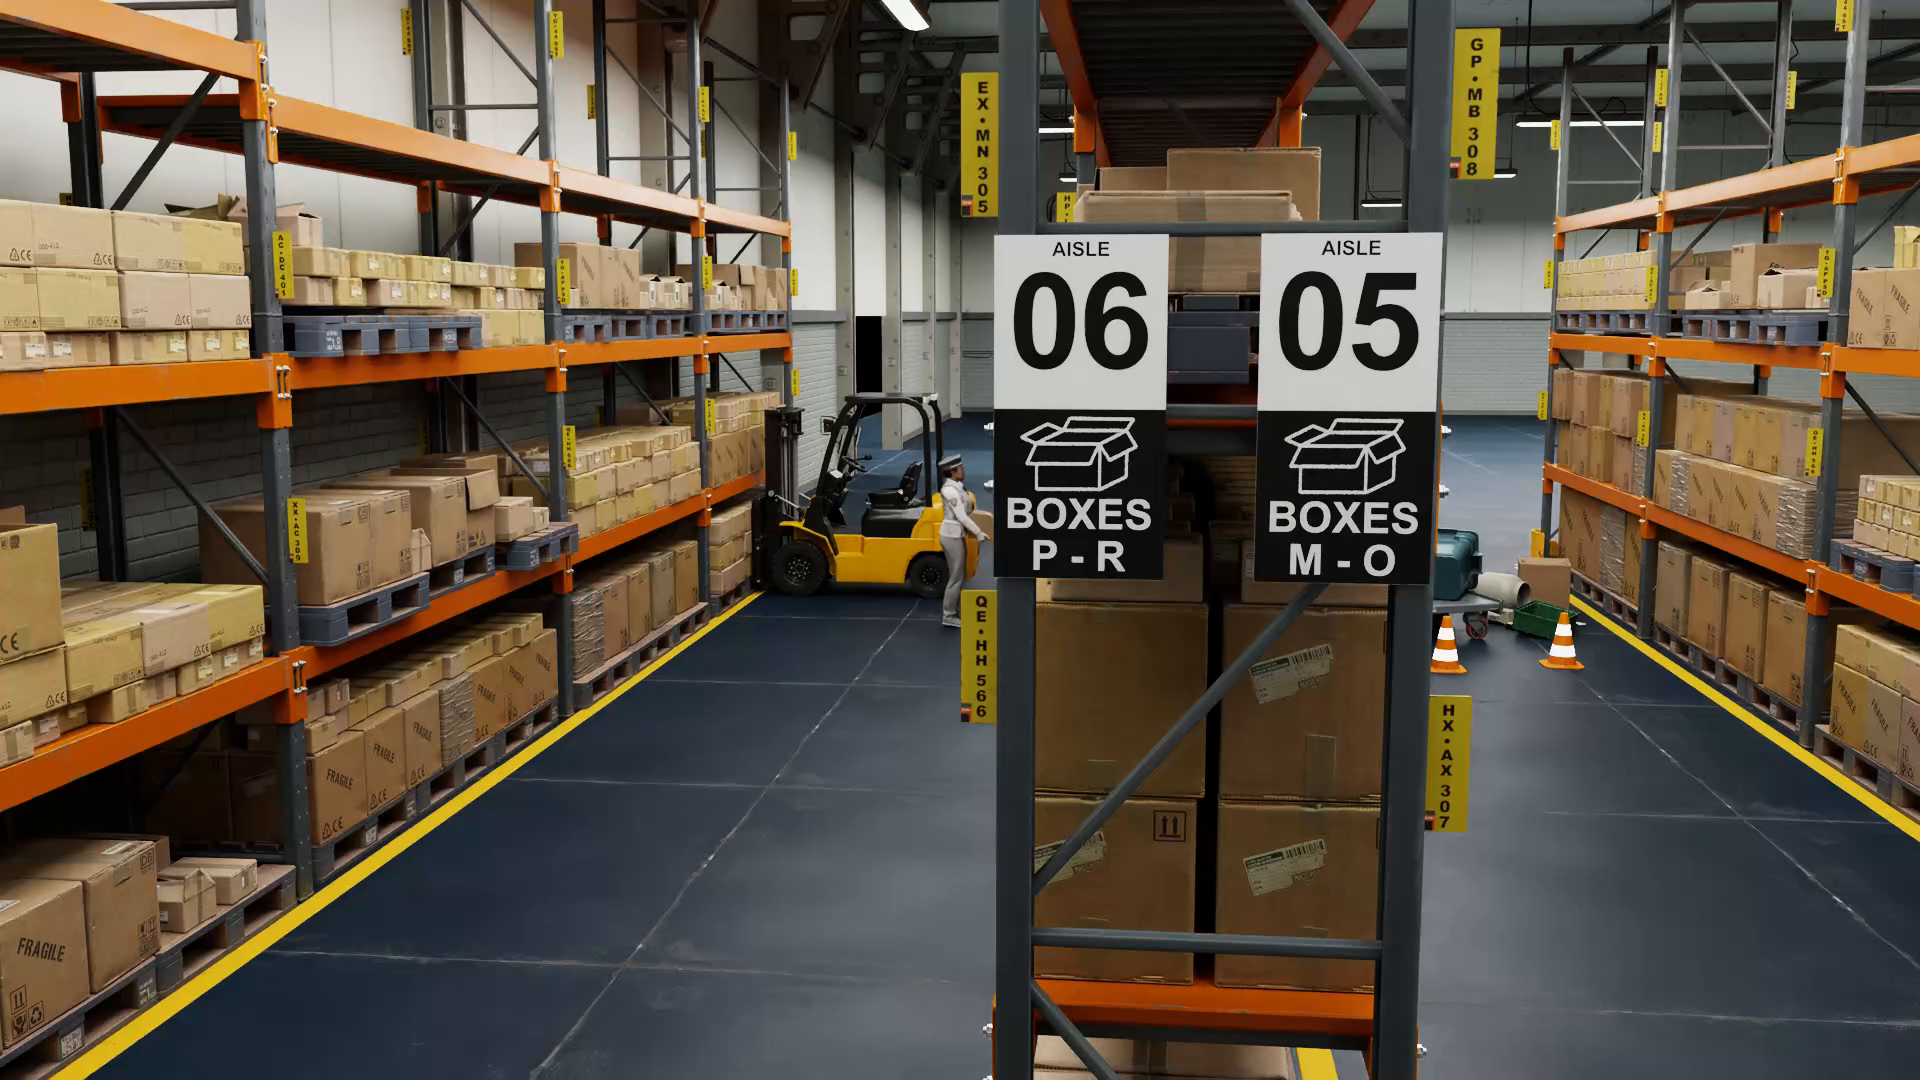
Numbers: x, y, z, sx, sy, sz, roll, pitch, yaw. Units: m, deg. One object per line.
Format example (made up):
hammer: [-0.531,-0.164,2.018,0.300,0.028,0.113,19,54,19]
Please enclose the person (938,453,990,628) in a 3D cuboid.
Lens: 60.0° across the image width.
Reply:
person: [0.042,-0.002,16.238,0.519,1.691,0.446,1,8,6]
